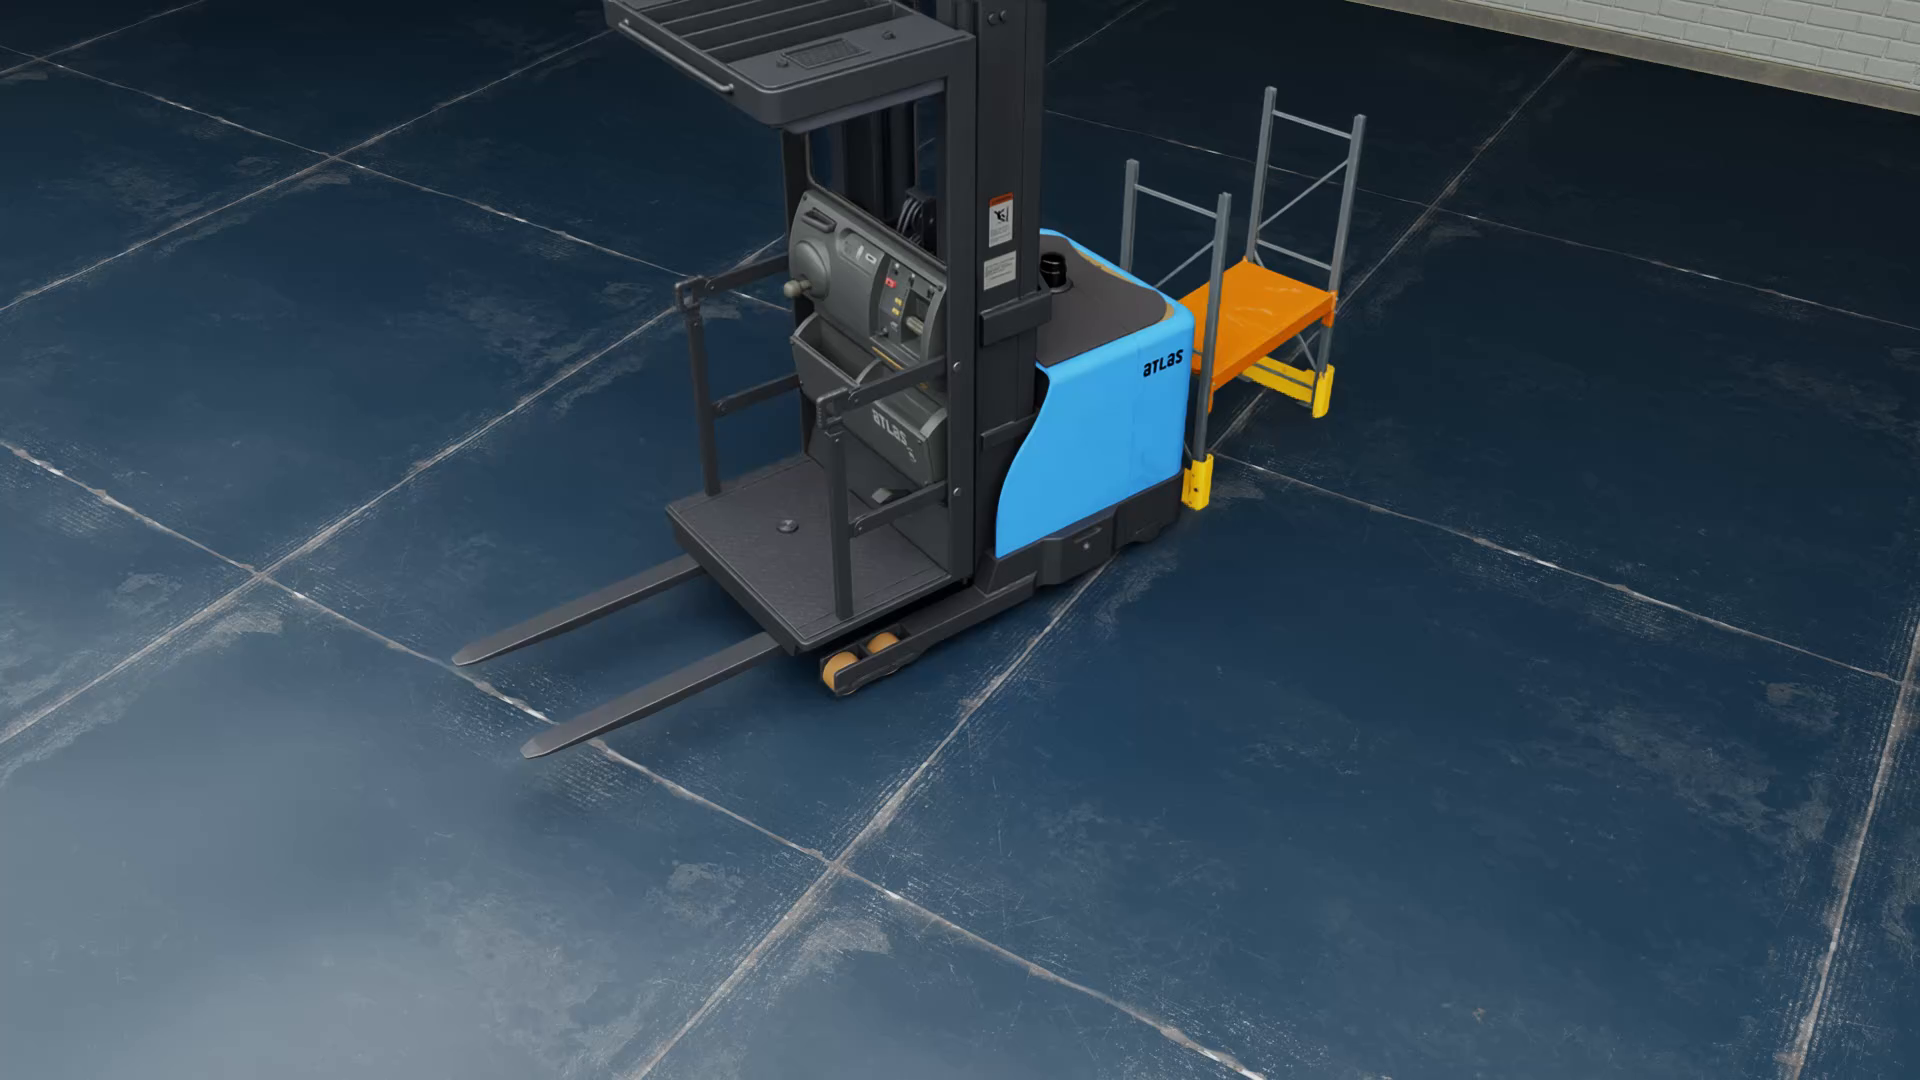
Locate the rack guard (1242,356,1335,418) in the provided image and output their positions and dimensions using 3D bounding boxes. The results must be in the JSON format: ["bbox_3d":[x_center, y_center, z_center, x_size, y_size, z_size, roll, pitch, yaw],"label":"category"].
[{"bbox_3d":[1.543,-0.821,8.111,0.587,0.250,0.087,29,46,32],"label":"rack guard"}]

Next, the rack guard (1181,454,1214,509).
[{"bbox_3d":[0.878,-0.368,7.523,0.587,0.250,0.087,29,46,32],"label":"rack guard"}]

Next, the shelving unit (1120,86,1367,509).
[{"bbox_3d":[1.211,-1.090,7.435,0.587,1.500,1.083,29,46,32],"label":"shelving unit"}]

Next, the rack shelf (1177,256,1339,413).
[{"bbox_3d":[1.217,-0.952,7.551,0.538,0.185,1.000,29,46,32],"label":"rack shelf"}]

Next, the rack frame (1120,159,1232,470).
[{"bbox_3d":[0.878,-0.863,7.141,0.500,1.500,0.032,29,46,32],"label":"rack frame"}]

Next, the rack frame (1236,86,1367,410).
[{"bbox_3d":[1.555,-1.325,7.741,0.500,1.500,0.032,29,46,32],"label":"rack frame"}]

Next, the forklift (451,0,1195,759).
[{"bbox_3d":[-0.519,-0.925,6.049,3.031,2.935,1.130,-24,44,-28],"label":"forklift"}]
